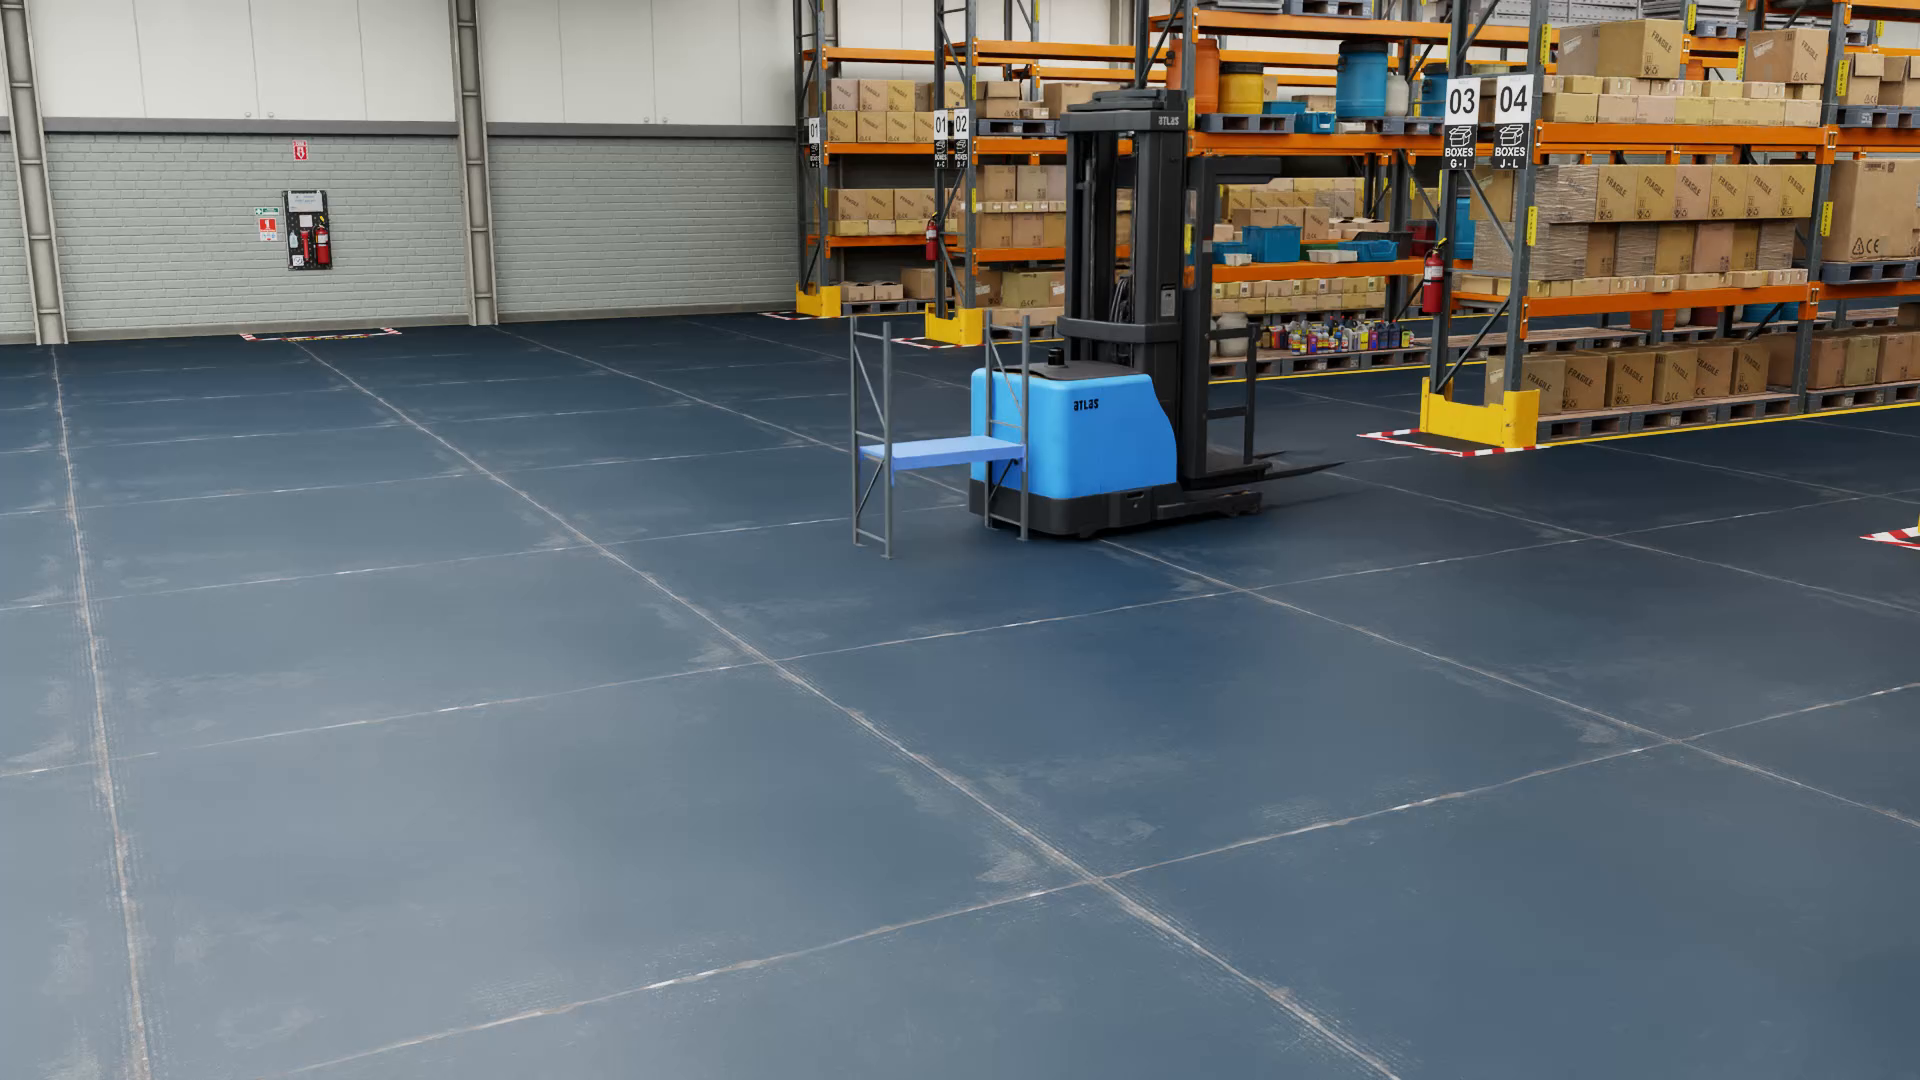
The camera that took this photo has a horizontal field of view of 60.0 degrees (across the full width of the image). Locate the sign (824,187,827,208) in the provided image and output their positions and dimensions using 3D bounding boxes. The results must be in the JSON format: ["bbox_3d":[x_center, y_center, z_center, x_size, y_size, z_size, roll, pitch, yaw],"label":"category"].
[{"bbox_3d":[-2.188,-5.574,27.073,0.005,0.325,0.100,-7,14,-28],"label":"sign"}]

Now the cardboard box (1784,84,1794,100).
[{"bbox_3d":[7.758,-4.297,15.974,0.250,0.149,0.380,-7,14,-27],"label":"cardboard box"}]

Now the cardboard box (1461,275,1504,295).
[{"bbox_3d":[4.823,-2.339,15.245,0.250,0.149,0.380,-7,14,-28],"label":"cardboard box"}]

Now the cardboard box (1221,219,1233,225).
[{"bbox_3d":[4.974,-5.975,31.353,0.250,0.149,0.380,-7,14,-29],"label":"cardboard box"}]

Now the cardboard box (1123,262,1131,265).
[{"bbox_3d":[3.036,-4.917,30.819,0.500,0.500,0.700,-7,14,-28],"label":"cardboard box"}]

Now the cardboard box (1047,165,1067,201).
[{"bbox_3d":[1.292,-5.145,23.957,0.500,0.500,0.700,-7,14,-28],"label":"cardboard box"}]

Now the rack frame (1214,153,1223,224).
[{"bbox_3d":[4.574,-6.098,31.372,0.127,3.000,1.000,-7,14,-28],"label":"rack frame"}]

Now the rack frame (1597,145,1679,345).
[{"bbox_3d":[9.321,-4.188,22.888,0.127,3.000,1.000,-7,14,-28],"label":"rack frame"}]

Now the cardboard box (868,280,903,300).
[{"bbox_3d":[-1.297,-4.274,28.392,0.500,0.311,0.500,-6,14,-23],"label":"cardboard box"}]

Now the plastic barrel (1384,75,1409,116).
[{"bbox_3d":[5.338,-5.483,20.598,0.421,0.512,0.421,0,13,0],"label":"plastic barrel"}]

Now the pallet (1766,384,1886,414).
[{"bbox_3d":[8.866,-1.535,17.448,1.213,0.211,1.003,-7,14,-28],"label":"pallet"}]

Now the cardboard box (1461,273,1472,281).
[{"bbox_3d":[8.387,-4.239,27.805,0.500,0.500,0.500,-7,14,-29],"label":"cardboard box"}]

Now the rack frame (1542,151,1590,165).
[{"bbox_3d":[10.462,-5.564,29.001,0.127,3.000,1.000,-7,14,-28],"label":"rack frame"}]

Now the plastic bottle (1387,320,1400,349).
[{"bbox_3d":[5.383,-2.567,20.713,0.185,0.351,0.144,-7,15,-29],"label":"plastic bottle"}]

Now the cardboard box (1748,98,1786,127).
[{"bbox_3d":[7.444,-4.052,15.792,0.500,0.250,0.500,-6,14,-26],"label":"cardboard box"}]

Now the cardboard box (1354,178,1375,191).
[{"bbox_3d":[7.797,-6.990,32.676,0.500,0.250,0.500,-6,14,-26],"label":"cardboard box"}]

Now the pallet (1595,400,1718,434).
[{"bbox_3d":[6.538,-1.246,16.165,1.213,0.211,1.003,-7,14,-28],"label":"pallet"}]

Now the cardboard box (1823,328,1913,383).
[{"bbox_3d":[9.651,-1.974,17.741,0.500,0.500,0.700,-8,15,-33],"label":"cardboard box"}]

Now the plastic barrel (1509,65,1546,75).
[{"bbox_3d":[7.300,-5.708,21.669,0.708,0.901,0.600,-7,14,-28],"label":"plastic barrel"}]

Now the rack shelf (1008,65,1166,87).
[{"bbox_3d":[2.818,-8.268,29.901,4.000,0.370,1.077,-7,14,-28],"label":"rack shelf"}]

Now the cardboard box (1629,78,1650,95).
[{"bbox_3d":[5.949,-4.060,14.920,0.250,0.149,0.380,-7,14,-28],"label":"cardboard box"}]

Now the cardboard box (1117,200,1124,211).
[{"bbox_3d":[2.188,-4.885,24.277,0.250,0.149,0.380,-6,14,-26],"label":"cardboard box"}]

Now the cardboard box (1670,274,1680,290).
[{"bbox_3d":[6.555,-2.445,15.713,0.250,0.149,0.380,-7,14,-28],"label":"cardboard box"}]

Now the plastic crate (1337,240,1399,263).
[{"bbox_3d":[4.968,-3.526,20.285,0.616,0.251,0.499,-7,14,-28],"label":"plastic crate"}]

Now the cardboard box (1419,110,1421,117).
[{"bbox_3d":[7.317,-6.708,27.024,0.500,0.500,0.910,-7,14,-28],"label":"cardboard box"}]

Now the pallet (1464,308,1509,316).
[{"bbox_3d":[8.694,-3.982,28.321,1.213,0.211,1.003,-7,14,-28],"label":"pallet"}]

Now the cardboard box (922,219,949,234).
[{"bbox_3d":[-0.524,-5.345,28.325,0.500,0.250,0.500,-7,14,-27],"label":"cardboard box"}]

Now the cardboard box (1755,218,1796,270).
[{"bbox_3d":[7.758,-2.972,16.576,0.500,0.500,0.875,-7,14,-28],"label":"cardboard box"}]

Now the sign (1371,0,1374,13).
[{"bbox_3d":[6.682,-8.668,26.822,0.005,0.325,0.100,-7,14,-28],"label":"sign"}]

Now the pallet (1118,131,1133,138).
[{"bbox_3d":[2.703,-6.048,24.521,1.213,0.211,1.003,-7,14,-28],"label":"pallet"}]

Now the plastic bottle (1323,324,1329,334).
[{"bbox_3d":[4.626,-2.604,21.059,0.097,0.271,0.097,0,13,0],"label":"plastic bottle"}]

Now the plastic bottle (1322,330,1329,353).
[{"bbox_3d":[4.428,-2.408,20.187,0.097,0.271,0.097,0,13,0],"label":"plastic bottle"}]

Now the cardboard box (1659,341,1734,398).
[{"bbox_3d":[7.314,-1.702,16.578,0.500,0.500,0.500,-2,13,-10],"label":"cardboard box"}]

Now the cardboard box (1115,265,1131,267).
[{"bbox_3d":[2.448,-3.909,25.246,0.500,0.500,0.500,-7,14,-28],"label":"cardboard box"}]

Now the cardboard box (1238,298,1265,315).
[{"bbox_3d":[4.362,-3.634,25.732,0.500,0.250,0.500,-6,14,-26],"label":"cardboard box"}]

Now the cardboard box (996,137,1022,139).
[{"bbox_3d":[0.736,-7.098,28.710,0.500,0.500,0.500,-6,14,-26],"label":"cardboard box"}]

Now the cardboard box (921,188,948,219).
[{"bbox_3d":[-0.543,-5.711,28.240,0.500,0.500,0.500,-6,14,-26],"label":"cardboard box"}]

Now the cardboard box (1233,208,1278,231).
[{"bbox_3d":[4.584,-4.904,25.842,0.500,0.500,0.500,-6,14,-24],"label":"cardboard box"}]

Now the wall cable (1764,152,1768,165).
[{"bbox_3d":[16.731,-8.877,37.132,0.112,2.526,3.097,-7,14,-28],"label":"wall cable"}]

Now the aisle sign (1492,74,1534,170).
[{"bbox_3d":[4.761,-3.596,14.336,0.004,0.787,0.394,-7,14,-28],"label":"aisle sign"}]

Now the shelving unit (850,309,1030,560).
[{"bbox_3d":[-0.126,-0.711,10.851,1.048,1.500,0.538,-7,15,-30],"label":"shelving unit"}]

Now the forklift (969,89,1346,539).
[{"bbox_3d":[1.550,-1.673,11.869,3.031,2.935,1.130,-9,16,-36],"label":"forklift"}]

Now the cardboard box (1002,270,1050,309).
[{"bbox_3d":[0.944,-3.598,23.861,0.500,0.500,0.500,-7,14,-28],"label":"cardboard box"}]

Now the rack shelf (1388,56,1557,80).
[{"bbox_3d":[8.706,-7.734,27.531,4.000,0.370,1.077,-7,14,-28],"label":"rack shelf"}]

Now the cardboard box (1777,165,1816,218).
[{"bbox_3d":[7.920,-3.394,16.178,0.500,0.500,0.500,-7,14,-28],"label":"cardboard box"}]

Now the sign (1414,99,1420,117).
[{"bbox_3d":[7.209,-6.790,26.258,0.005,0.325,0.100,-7,14,-28],"label":"sign"}]

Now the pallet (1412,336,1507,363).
[{"bbox_3d":[6.480,-2.497,21.725,1.213,0.211,1.003,-7,14,-28],"label":"pallet"}]

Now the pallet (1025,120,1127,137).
[{"bbox_3d":[1.634,-5.921,23.955,1.213,0.211,1.003,-7,14,-28],"label":"pallet"}]

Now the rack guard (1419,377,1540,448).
[{"bbox_3d":[4.739,-1.181,15.217,0.348,0.500,1.175,-7,14,-28],"label":"rack guard"}]

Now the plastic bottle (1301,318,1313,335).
[{"bbox_3d":[4.364,-2.620,20.952,0.185,0.351,0.144,-7,14,-28],"label":"plastic bottle"}]

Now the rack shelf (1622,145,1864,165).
[{"bbox_3d":[11.076,-5.511,23.573,4.000,0.370,1.077,-7,14,-28],"label":"rack shelf"}]

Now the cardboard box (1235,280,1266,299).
[{"bbox_3d":[4.364,-3.907,25.665,0.500,0.311,0.500,-7,14,-29],"label":"cardboard box"}]

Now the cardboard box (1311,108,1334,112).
[{"bbox_3d":[6.802,-8.103,32.220,0.500,0.500,0.700,-7,15,-29],"label":"cardboard box"}]

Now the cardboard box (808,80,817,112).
[{"bbox_3d":[-2.195,-7.361,27.605,0.500,0.500,0.500,-6,14,-25],"label":"cardboard box"}]

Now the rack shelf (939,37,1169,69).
[{"bbox_3d":[1.684,-6.893,23.791,4.000,0.370,1.077,-7,14,-28],"label":"rack shelf"}]

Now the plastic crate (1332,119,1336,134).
[{"bbox_3d":[4.294,-5.014,20.208,0.450,0.188,0.336,-7,14,-28],"label":"plastic crate"}]

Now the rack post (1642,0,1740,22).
[{"bbox_3d":[9.937,-7.162,22.612,0.937,0.300,0.954,-7,14,-28],"label":"rack post"}]

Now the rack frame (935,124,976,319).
[{"bbox_3d":[-0.071,-4.302,23.392,0.127,3.000,1.000,-7,14,-28],"label":"rack frame"}]
